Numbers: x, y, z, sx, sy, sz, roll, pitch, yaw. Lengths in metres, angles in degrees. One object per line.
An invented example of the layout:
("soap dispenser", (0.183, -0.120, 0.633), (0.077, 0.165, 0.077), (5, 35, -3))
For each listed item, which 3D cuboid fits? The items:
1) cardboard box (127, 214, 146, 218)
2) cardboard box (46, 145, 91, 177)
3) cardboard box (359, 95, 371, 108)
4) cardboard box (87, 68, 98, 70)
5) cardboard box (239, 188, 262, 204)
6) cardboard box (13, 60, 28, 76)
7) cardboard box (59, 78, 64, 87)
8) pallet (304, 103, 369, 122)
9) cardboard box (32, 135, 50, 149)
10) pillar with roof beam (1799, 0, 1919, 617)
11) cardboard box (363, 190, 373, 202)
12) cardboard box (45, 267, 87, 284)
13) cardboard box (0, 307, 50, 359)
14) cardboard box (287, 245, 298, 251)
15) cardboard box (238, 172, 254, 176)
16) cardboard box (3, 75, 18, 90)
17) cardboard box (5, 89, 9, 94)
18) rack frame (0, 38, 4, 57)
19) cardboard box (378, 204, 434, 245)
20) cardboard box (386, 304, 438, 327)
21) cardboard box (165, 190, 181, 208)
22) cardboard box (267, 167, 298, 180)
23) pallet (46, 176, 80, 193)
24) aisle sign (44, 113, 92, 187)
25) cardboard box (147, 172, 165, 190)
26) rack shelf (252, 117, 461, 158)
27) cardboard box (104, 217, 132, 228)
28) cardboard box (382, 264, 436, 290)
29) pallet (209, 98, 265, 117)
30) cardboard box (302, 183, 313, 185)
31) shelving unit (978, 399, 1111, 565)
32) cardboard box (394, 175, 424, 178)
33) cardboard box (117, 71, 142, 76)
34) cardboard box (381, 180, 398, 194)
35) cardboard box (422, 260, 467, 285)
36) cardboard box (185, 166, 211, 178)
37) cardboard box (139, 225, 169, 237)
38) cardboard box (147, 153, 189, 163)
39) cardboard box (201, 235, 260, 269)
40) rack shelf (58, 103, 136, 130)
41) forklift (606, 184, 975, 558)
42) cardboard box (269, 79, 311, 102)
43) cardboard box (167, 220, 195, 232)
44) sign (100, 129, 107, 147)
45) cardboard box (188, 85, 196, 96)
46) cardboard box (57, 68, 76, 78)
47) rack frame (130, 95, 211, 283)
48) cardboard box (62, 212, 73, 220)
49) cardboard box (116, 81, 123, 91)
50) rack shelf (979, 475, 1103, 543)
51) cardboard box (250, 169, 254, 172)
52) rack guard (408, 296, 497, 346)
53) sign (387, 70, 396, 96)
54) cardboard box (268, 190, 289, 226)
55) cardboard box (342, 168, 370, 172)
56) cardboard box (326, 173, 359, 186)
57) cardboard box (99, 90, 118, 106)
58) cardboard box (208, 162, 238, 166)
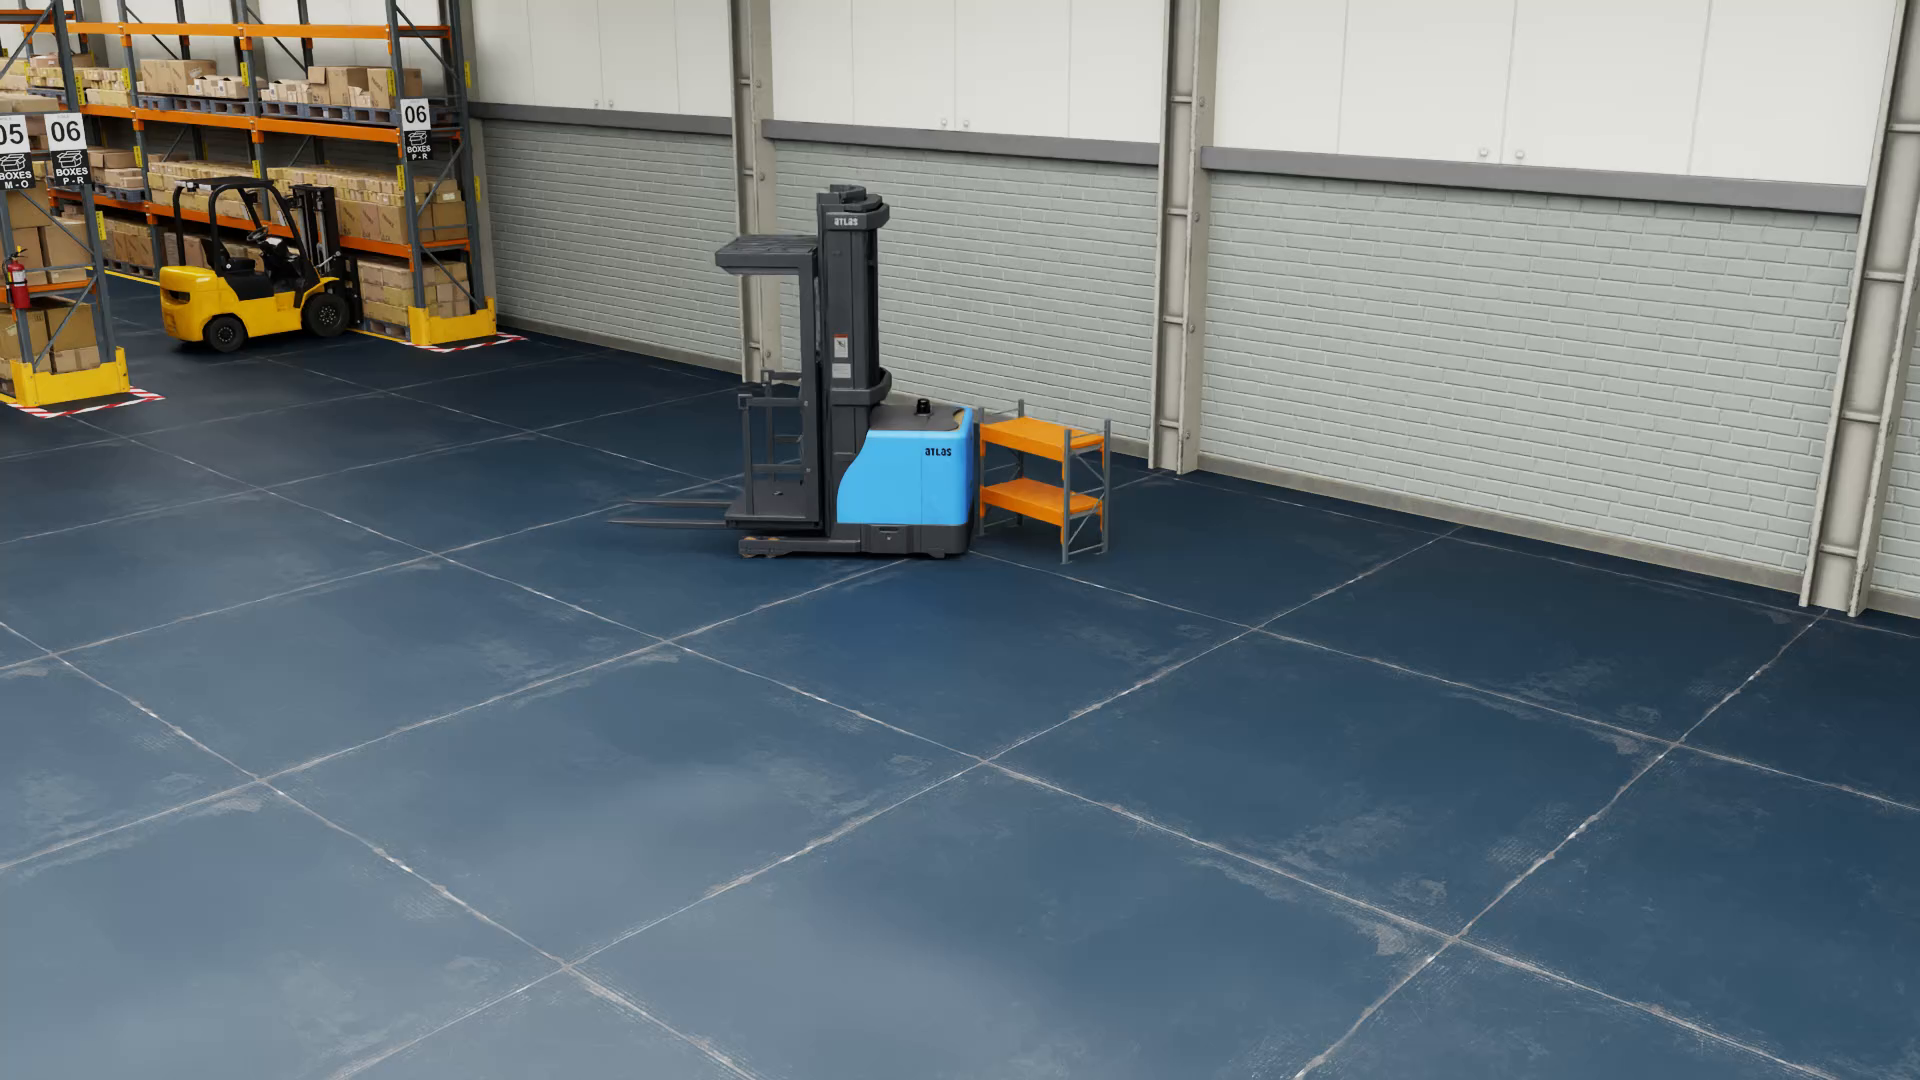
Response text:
("cardboard box", (-14.469, -5.671, 29.389), (0.250, 0.149, 0.380), (15, 23, 40))
("cardboard box", (-15.719, -6.712, 29.444), (0.500, 0.500, 0.700), (16, 23, 41))
("cardboard box", (-7.778, -5.858, 22.210), (0.250, 0.149, 0.380), (14, 22, 38))
("cardboard box", (-14.697, -8.007, 28.488), (0.250, 0.149, 0.380), (15, 23, 40))
("cardboard box", (-10.485, -5.214, 25.002), (0.500, 0.250, 0.500), (14, 23, 38))
("cardboard box", (-16.469, -8.398, 29.584), (0.500, 0.250, 0.500), (15, 23, 39))
("cardboard box", (-15.023, -7.763, 28.210), (0.250, 0.149, 0.380), (16, 23, 41))
("pallet", (-8.385, -5.983, 23.193), (1.213, 0.211, 1.003), (15, 23, 39))
("cardboard box", (-10.281, -4.529, 18.881), (0.250, 0.149, 0.380), (15, 23, 39))
("pillar with roof beam", (3.726, -2.818, 8.115), (0.400, 9.000, 9.100), (15, 23, 39))
("cardboard box", (-7.944, -4.729, 22.816), (0.250, 0.149, 0.380), (15, 23, 39))
("cardboard box", (-10.365, -3.074, 19.256), (0.250, 0.149, 0.380), (15, 23, 39))
("cardboard box", (-11.021, -2.428, 19.415), (0.500, 0.500, 0.500), (15, 23, 40))
("cardboard box", (-9.795, -4.204, 24.598), (0.500, 0.250, 0.500), (15, 23, 38))
("cardboard box", (-10.704, -5.490, 25.214), (0.250, 0.149, 0.380), (15, 23, 39))
("cardboard box", (-16.855, -8.255, 29.960), (0.500, 0.250, 0.500), (14, 22, 37))
("cardboard box", (-17.134, -8.144, 30.271), (0.250, 0.149, 0.380), (16, 24, 41))
("rack frame", (-18.924, -10.275, 31.611), (0.127, 3.000, 1.000), (15, 23, 39))
("cardboard box", (-7.499, -4.290, 22.505), (0.500, 0.500, 0.500), (14, 23, 38))
("cardboard box", (-7.518, -3.115, 22.821), (0.500, 0.250, 0.500), (15, 23, 40))
("cardboard box", (-12.398, -5.491, 26.704), (0.500, 0.250, 0.500), (14, 23, 38))
("cardboard box", (-9.907, -5.374, 24.355), (0.250, 0.149, 0.380), (16, 23, 40))
("pallet", (-15.407, -6.336, 29.434), (1.213, 0.211, 1.003), (15, 23, 39))
("aisle sign", (-9.996, -4.376, 18.644), (0.004, 0.787, 0.394), (15, 23, 39))
("cardboard box", (-12.787, -5.826, 26.932), (0.500, 0.250, 0.500), (15, 23, 39))
("rack shelf", (-8.452, -5.691, 23.317), (4.000, 0.370, 1.077), (15, 23, 39))
("cardboard box", (-14.601, -5.502, 28.857), (0.250, 0.149, 0.380), (15, 23, 39))
("cardboard box", (-7.508, -3.591, 22.666), (0.500, 0.250, 0.500), (16, 24, 41))
("pallet", (-10.617, -6.519, 25.051), (1.217, 0.209, 0.805), (14, 22, 37))
("cardboard box", (-9.146, -5.022, 23.741), (0.250, 0.149, 0.380), (15, 23, 39))
("shelving unit", (0.688, -0.500, 13.829), (0.538, 1.125, 1.048), (-15, 23, -39))
("cardboard box", (-7.621, -4.980, 23.116), (0.250, 0.149, 0.380), (15, 23, 40))
("cardboard box", (-13.520, -7.578, 27.170), (0.250, 0.149, 0.380), (14, 22, 37))
("cardboard box", (-7.569, -4.768, 22.448), (0.250, 0.149, 0.380), (15, 23, 39))
("cardboard box", (-7.190, -3.708, 23.036), (0.500, 0.250, 0.500), (15, 23, 38))
("cardboard box", (-11.925, -5.779, 26.124), (0.250, 0.149, 0.380), (16, 23, 40))
("cardboard box", (-13.478, -5.169, 27.806), (0.250, 0.149, 0.380), (14, 22, 37))
("cardboard box", (-13.221, -6.196, 27.816), (0.500, 0.500, 0.500), (16, 24, 42))
("cardboard box", (-11.485, -4.485, 26.515), (0.625, 0.625, 0.875), (14, 22, 37))
("rack shelf", (-14.436, -7.298, 28.378), (4.000, 0.370, 1.077), (15, 23, 39))
("forklift", (-1.414, -1.406, 13.697), (3.031, 2.935, 1.130), (1, 18, 4))
("cardboard box", (-9.488, -6.419, 23.708), (0.500, 0.311, 0.500), (16, 23, 40))
("cardboard box", (-13.304, -5.362, 28.413), (0.250, 0.149, 0.380), (16, 24, 41))
("sign", (-15.566, -7.291, 30.211), (0.005, 0.325, 0.100), (15, 23, 39))
("cardboard box", (-11.549, -6.871, 25.400), (0.250, 0.149, 0.380), (15, 23, 39))
("cardboard box", (-15.151, -7.971, 28.375), (0.250, 0.149, 0.380), (15, 23, 40))
("rack frame", (-12.940, -5.809, 27.458), (0.127, 3.000, 1.000), (15, 23, 39))
("cardboard box", (-15.840, -5.798, 29.788), (0.250, 0.149, 0.380), (16, 24, 42))
("cardboard box", (-13.546, -7.431, 27.197), (0.250, 0.149, 0.380), (14, 23, 38))
("rack shelf", (0.688, -0.267, 13.903), (0.538, 0.278, 1.000), (-15, 23, -39))
("cardboard box", (-10.795, -5.700, 25.877), (0.250, 0.149, 0.380), (15, 23, 39))
("rack guard", (-6.939, -3.007, 22.759), (0.348, 0.500, 1.175), (15, 23, 39))
("sign", (-7.327, -5.897, 21.442), (0.005, 0.325, 0.100), (15, 23, 39))
("cardboard box", (-9.790, -4.906, 24.445), (0.500, 0.500, 0.500), (14, 22, 38))
("cardboard box", (-8.733, -5.306, 24.144), (0.250, 0.149, 0.380), (15, 23, 38))
("cardboard box", (-8.692, -5.087, 23.452), (0.250, 0.149, 0.380), (15, 23, 39))
("cardboard box", (-13.862, -7.316, 27.496), (0.500, 0.250, 0.500), (15, 23, 39))
("cardboard box", (-11.909, -6.020, 26.884), (0.250, 0.149, 0.380), (14, 23, 38))
